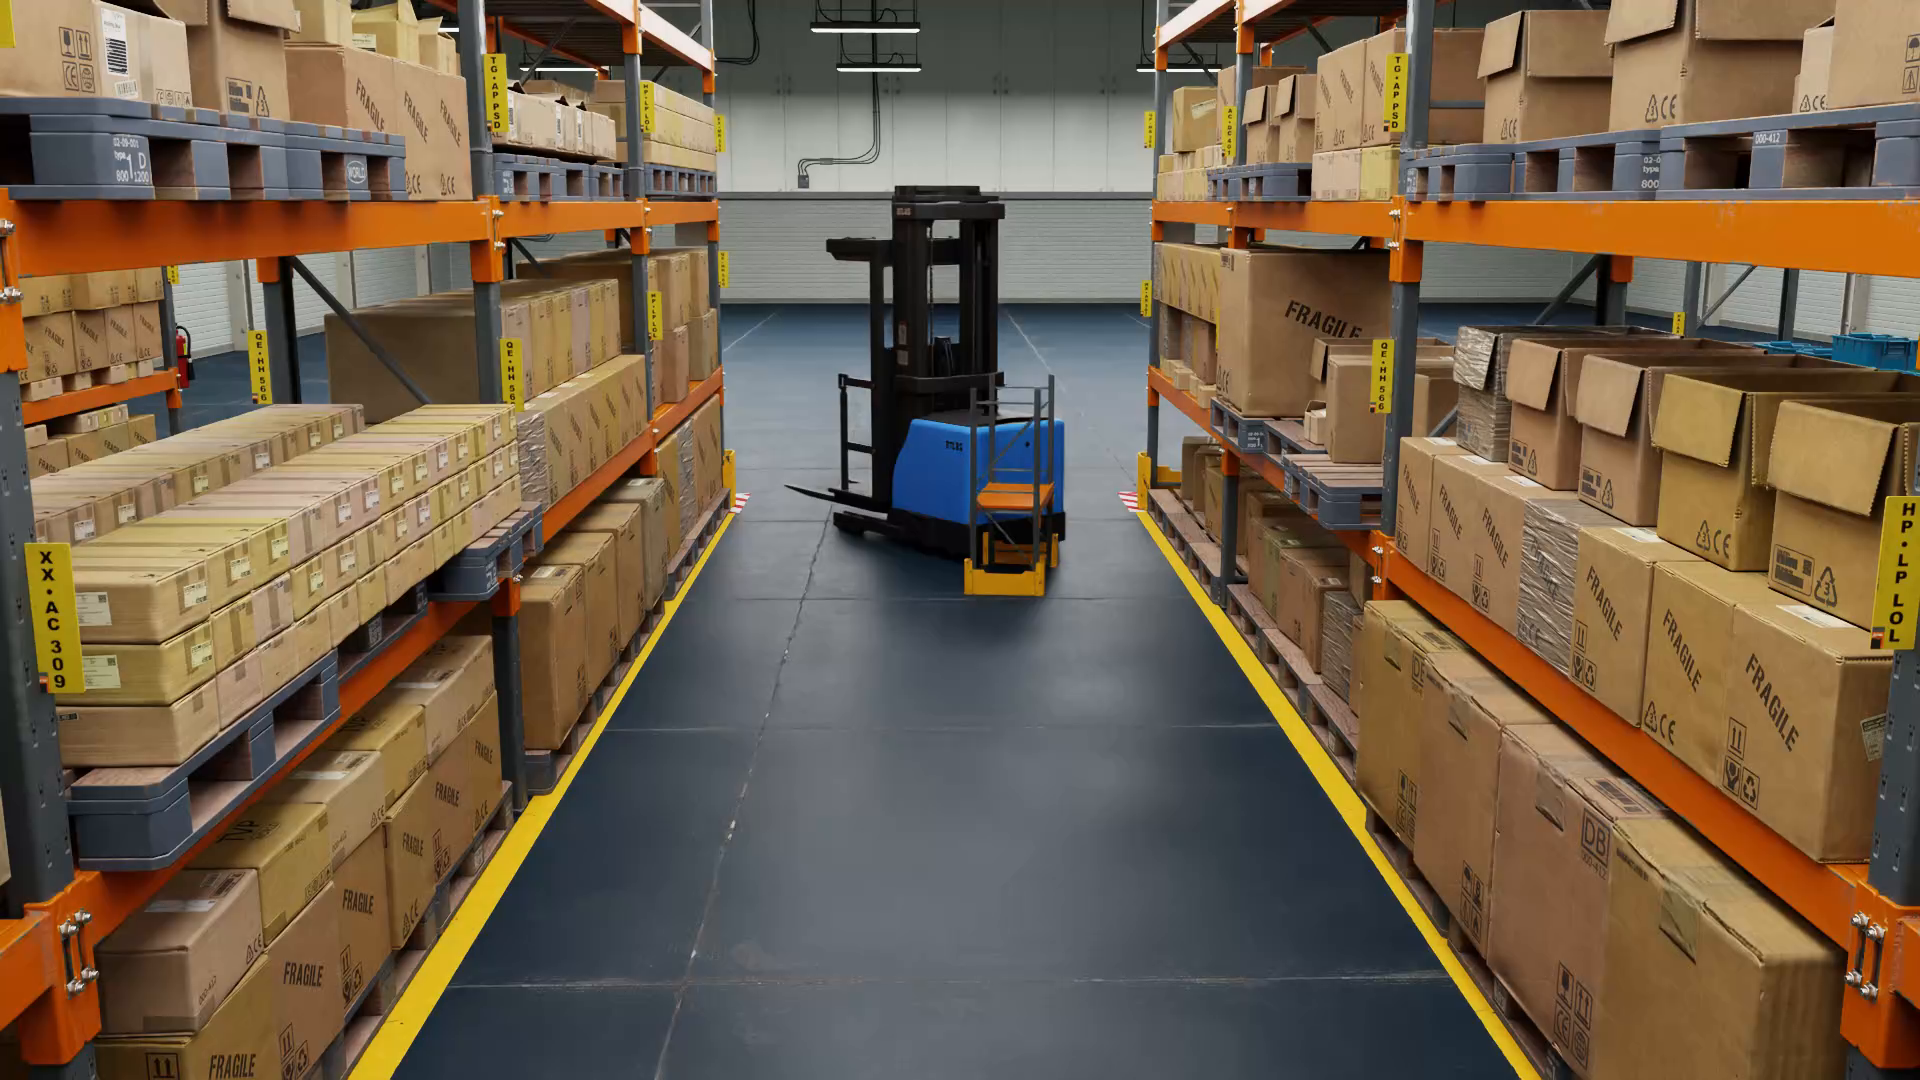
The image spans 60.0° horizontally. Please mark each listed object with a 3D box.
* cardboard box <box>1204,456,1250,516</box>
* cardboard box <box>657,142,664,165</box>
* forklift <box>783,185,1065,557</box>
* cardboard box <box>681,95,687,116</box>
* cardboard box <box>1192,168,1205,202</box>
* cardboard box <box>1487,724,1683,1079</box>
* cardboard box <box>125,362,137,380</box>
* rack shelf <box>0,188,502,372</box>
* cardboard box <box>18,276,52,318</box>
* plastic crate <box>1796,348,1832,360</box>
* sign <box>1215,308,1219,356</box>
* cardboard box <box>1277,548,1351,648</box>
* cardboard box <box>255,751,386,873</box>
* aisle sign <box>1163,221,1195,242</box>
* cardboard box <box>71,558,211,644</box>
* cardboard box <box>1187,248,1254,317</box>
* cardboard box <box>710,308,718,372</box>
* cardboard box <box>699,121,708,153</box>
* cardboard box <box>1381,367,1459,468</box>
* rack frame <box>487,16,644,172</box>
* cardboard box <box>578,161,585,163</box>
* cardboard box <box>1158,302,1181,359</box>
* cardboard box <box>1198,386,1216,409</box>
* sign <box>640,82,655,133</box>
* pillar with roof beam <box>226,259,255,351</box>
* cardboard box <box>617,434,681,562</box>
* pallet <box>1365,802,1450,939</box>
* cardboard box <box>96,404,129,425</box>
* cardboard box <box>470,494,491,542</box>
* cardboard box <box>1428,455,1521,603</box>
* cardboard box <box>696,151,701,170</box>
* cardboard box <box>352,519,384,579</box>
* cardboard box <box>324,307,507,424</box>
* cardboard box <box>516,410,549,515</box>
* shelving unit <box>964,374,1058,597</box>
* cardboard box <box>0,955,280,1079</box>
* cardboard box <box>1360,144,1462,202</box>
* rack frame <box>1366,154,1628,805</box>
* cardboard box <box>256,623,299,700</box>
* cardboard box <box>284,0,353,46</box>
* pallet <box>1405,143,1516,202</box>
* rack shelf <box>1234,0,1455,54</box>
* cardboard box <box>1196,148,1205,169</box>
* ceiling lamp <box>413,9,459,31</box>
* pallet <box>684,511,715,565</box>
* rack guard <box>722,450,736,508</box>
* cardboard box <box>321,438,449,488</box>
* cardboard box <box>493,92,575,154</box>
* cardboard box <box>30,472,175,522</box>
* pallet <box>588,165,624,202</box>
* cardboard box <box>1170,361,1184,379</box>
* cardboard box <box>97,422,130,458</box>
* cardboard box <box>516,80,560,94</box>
[{"bbox_3d":[2.290,-0.405,13.740,0.500,0.500,0.500,1,11,4],"label":"cardboard box"},{"bbox_3d":[-2.300,-2.723,11.716,0.380,0.149,0.250,0,11,-1],"label":"cardboard box"},{"bbox_3d":[-0.445,-1.540,14.279,1.130,2.935,3.031,-9,15,-38],"label":"forklift"},{"bbox_3d":[-2.324,-3.365,12.873,0.380,0.149,0.250,0,11,-1],"label":"cardboard box"},{"bbox_3d":[2.049,-2.687,12.594,0.500,0.250,0.500,0,11,-2],"label":"cardboard box"},{"bbox_3d":[2.449,1.125,5.258,1.225,0.875,0.875,-1,11,-3],"label":"cardboard box"},{"bbox_3d":[-7.333,-1.453,14.309,0.380,0.149,0.250,0,11,-2],"label":"cardboard box"},{"bbox_3d":[-2.501,-0.921,5.318,1.077,0.370,4.000,0,11,-1],"label":"rack shelf"},{"bbox_3d":[-7.336,-1.930,12.514,0.700,0.500,0.500,0,11,-2],"label":"cardboard box"},{"bbox_3d":[7.522,-1.511,14.339,0.499,0.251,0.408,0,11,-1],"label":"plastic crate"},{"bbox_3d":[1.793,-1.417,11.320,0.100,0.325,0.005,0,11,-1],"label":"sign"},{"bbox_3d":[2.330,0.342,10.012,0.700,0.500,0.500,-1,12,-6],"label":"cardboard box"},{"bbox_3d":[-2.231,0.891,5.468,0.500,0.250,0.500,0,11,1],"label":"cardboard box"},{"bbox_3d":[1.952,-3.076,15.140,0.394,0.787,0.004,0,11,-1],"label":"aisle sign"},{"bbox_3d":[-2.008,0.140,3.904,0.380,0.149,0.250,0,11,2],"label":"cardboard box"},{"bbox_3d":[2.030,-1.968,12.701,0.500,0.500,0.500,0,11,-1],"label":"cardboard box"},{"bbox_3d":[-2.655,-1.791,14.965,0.875,0.550,0.550,0,11,-1],"label":"cardboard box"},{"bbox_3d":[-2.409,-3.393,14.014,0.500,0.250,0.500,0,11,-1],"label":"cardboard box"},{"bbox_3d":[2.367,-0.563,7.982,0.500,0.500,0.500,-2,12,-8],"label":"cardboard box"},{"bbox_3d":[-2.625,-3.936,10.827,1.000,3.000,0.127,0,11,-1],"label":"rack frame"},{"bbox_3d":[-2.970,-2.821,12.200,0.380,0.149,0.250,0,11,-1],"label":"cardboard box"},{"bbox_3d":[2.237,-1.877,14.765,0.875,0.500,0.500,0,11,-1],"label":"cardboard box"},{"bbox_3d":[1.980,-1.063,12.389,0.380,0.149,0.250,0,11,-1],"label":"cardboard box"},{"bbox_3d":[-2.083,-2.878,11.063,0.100,0.325,0.005,0,11,-1],"label":"sign"},{"bbox_3d":[-9.572,-8.123,31.466,9.100,9.000,0.548,0,11,-1],"label":"pillar with roof beam"},{"bbox_3d":[-2.568,-0.286,12.211,0.875,0.875,0.875,0,11,0],"label":"cardboard box"},{"bbox_3d":[2.359,1.323,7.009,1.003,0.211,1.213,0,11,-1],"label":"pallet"},{"bbox_3d":[-7.303,-1.063,14.098,0.380,0.149,0.250,0,11,0],"label":"cardboard box"},{"bbox_3d":[-2.064,-0.087,6.518,0.380,0.149,0.250,0,11,0],"label":"cardboard box"},{"bbox_3d":[2.169,-0.050,6.509,0.500,0.500,0.500,-1,11,-3],"label":"cardboard box"},{"bbox_3d":[-2.341,-3.126,13.701,0.380,0.149,0.250,0,11,-2],"label":"cardboard box"},{"bbox_3d":[-2.040,0.025,5.219,0.380,0.149,0.250,0,11,-2],"label":"cardboard box"},{"bbox_3d":[-2.542,-0.829,7.835,0.700,0.500,0.500,0,11,-1],"label":"cardboard box"},{"bbox_3d":[-2.282,-0.340,7.940,0.500,0.500,0.500,0,11,-1],"label":"cardboard box"},{"bbox_3d":[0.399,-0.440,12.453,0.587,1.500,1.083,2,12,8],"label":"shelving unit"},{"bbox_3d":[-2.210,1.466,4.521,0.500,0.500,0.500,0,11,1],"label":"cardboard box"},{"bbox_3d":[2.163,-1.691,7.683,0.500,0.250,0.500,0,11,-1],"label":"cardboard box"},{"bbox_3d":[2.418,-0.201,7.506,1.000,3.000,0.127,0,11,-1],"label":"rack frame"},{"bbox_3d":[-2.021,0.327,4.480,0.380,0.149,0.250,0,11,-1],"label":"cardboard box"},{"bbox_3d":[-2.227,-1.760,5.469,0.396,0.266,0.258,0,11,-1],"label":"cardboard box"},{"bbox_3d":[2.485,-1.451,6.596,1.213,0.211,1.003,0,11,1],"label":"pallet"},{"bbox_3d":[2.377,-2.990,8.980,1.077,0.370,4.000,0,11,-1],"label":"rack shelf"},{"bbox_3d":[2.008,-2.913,12.706,0.380,0.149,0.250,0,11,2],"label":"cardboard box"},{"bbox_3d":[-9.107,-10.792,29.941,2.000,3.185,0.800,0,11,-1],"label":"ceiling lamp"},{"bbox_3d":[-2.591,-0.024,13.646,1.003,0.211,1.213,0,11,-1],"label":"pallet"},{"bbox_3d":[-2.708,-0.571,15.615,1.175,0.500,0.348,0,11,-1],"label":"rack guard"},{"bbox_3d":[-2.057,-0.276,5.957,0.380,0.149,0.250,0,11,-1],"label":"cardboard box"},{"bbox_3d":[-2.359,-2.228,8.871,0.500,0.311,0.500,0,11,-2],"label":"cardboard box"},{"bbox_3d":[-2.690,-0.118,5.175,0.380,0.149,0.250,-1,11,-4],"label":"cardboard box"},{"bbox_3d":[-2.557,-2.190,10.247,0.805,0.209,1.217,-1,11,-3],"label":"pallet"},{"bbox_3d":[2.023,-1.461,14.350,0.380,0.149,0.250,0,11,-1],"label":"cardboard box"},{"bbox_3d":[-7.363,-0.714,14.010,0.500,0.500,0.500,0,11,1],"label":"cardboard box"},{"bbox_3d":[-2.952,-3.060,11.371,0.380,0.149,0.250,0,11,-2],"label":"cardboard box"}]
